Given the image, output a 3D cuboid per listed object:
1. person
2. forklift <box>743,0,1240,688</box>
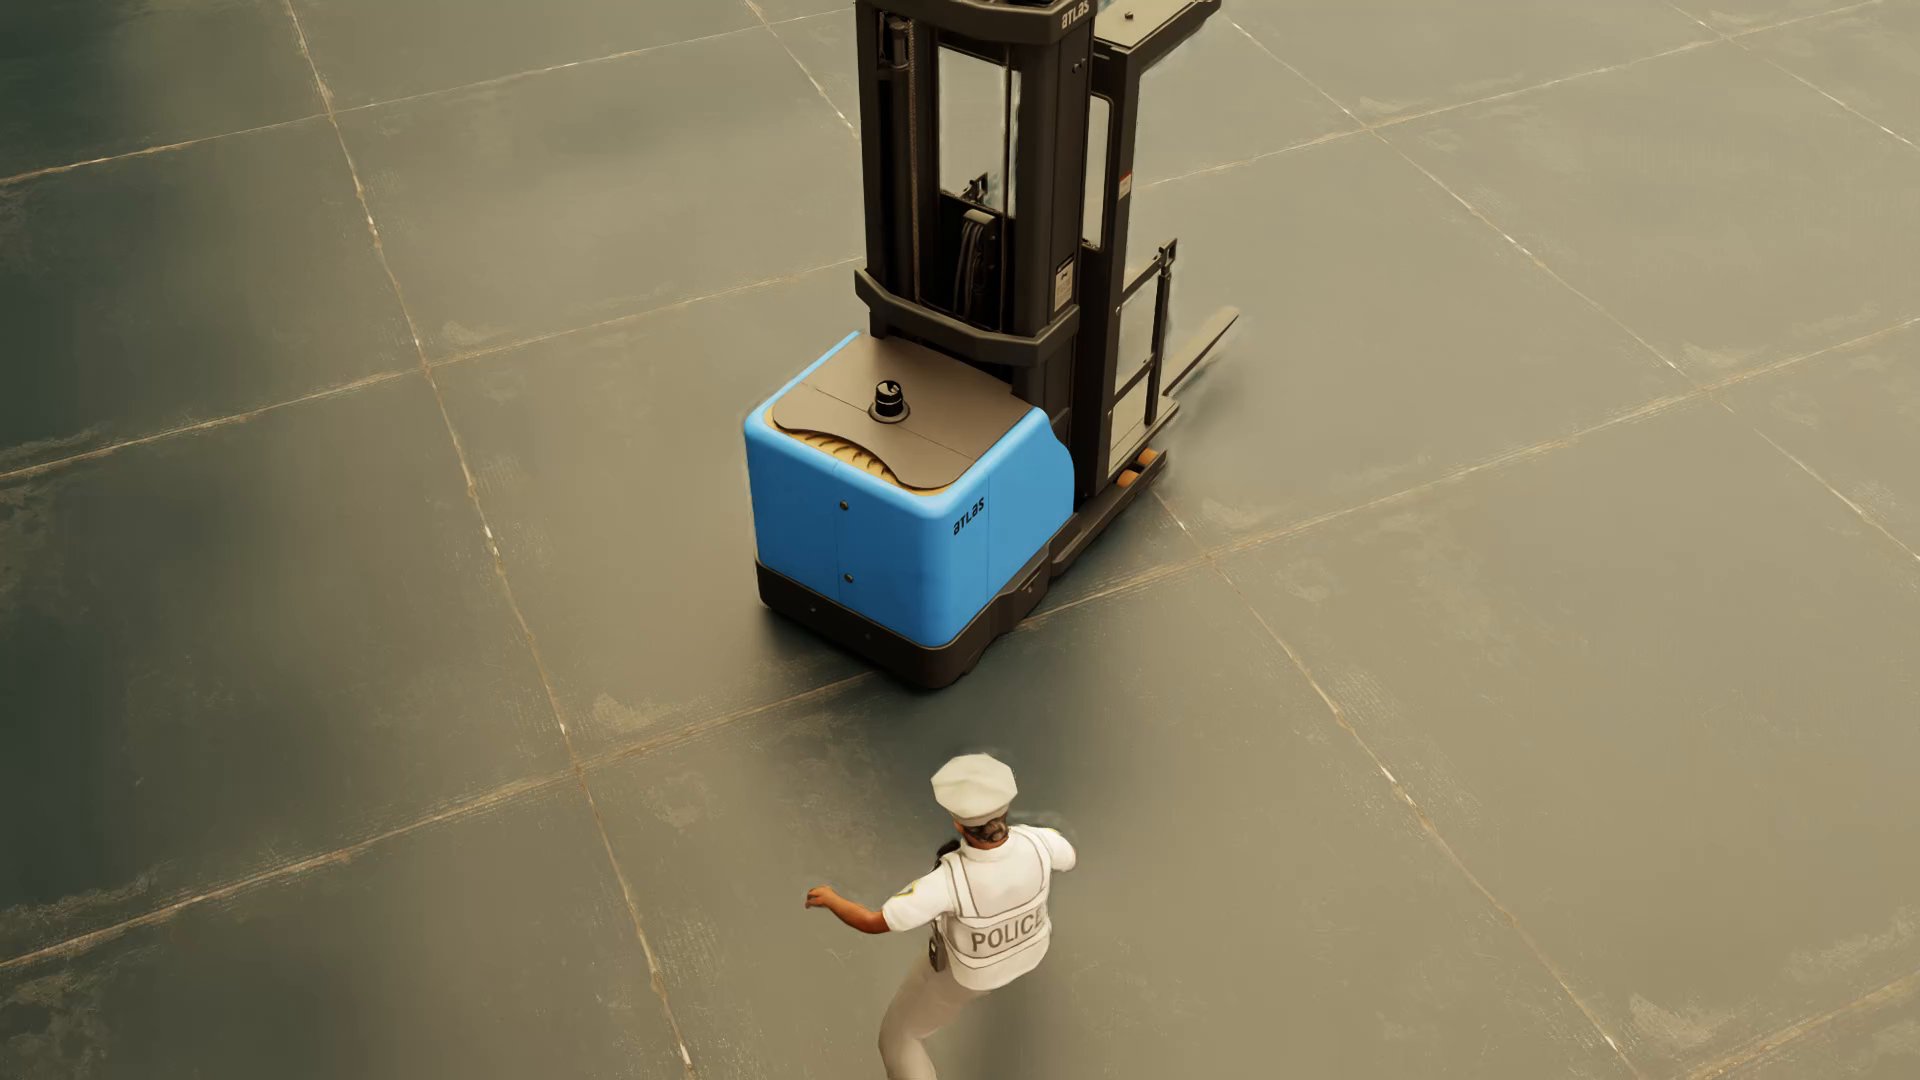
[{"bbox_3d":[-0.004,1.238,5.448,1.023,1.509,0.930,-20,47,-20],"label":"person"},{"bbox_3d":[0.347,-1.414,7.195,1.130,2.935,3.031,25,49,25],"label":"forklift"}]
